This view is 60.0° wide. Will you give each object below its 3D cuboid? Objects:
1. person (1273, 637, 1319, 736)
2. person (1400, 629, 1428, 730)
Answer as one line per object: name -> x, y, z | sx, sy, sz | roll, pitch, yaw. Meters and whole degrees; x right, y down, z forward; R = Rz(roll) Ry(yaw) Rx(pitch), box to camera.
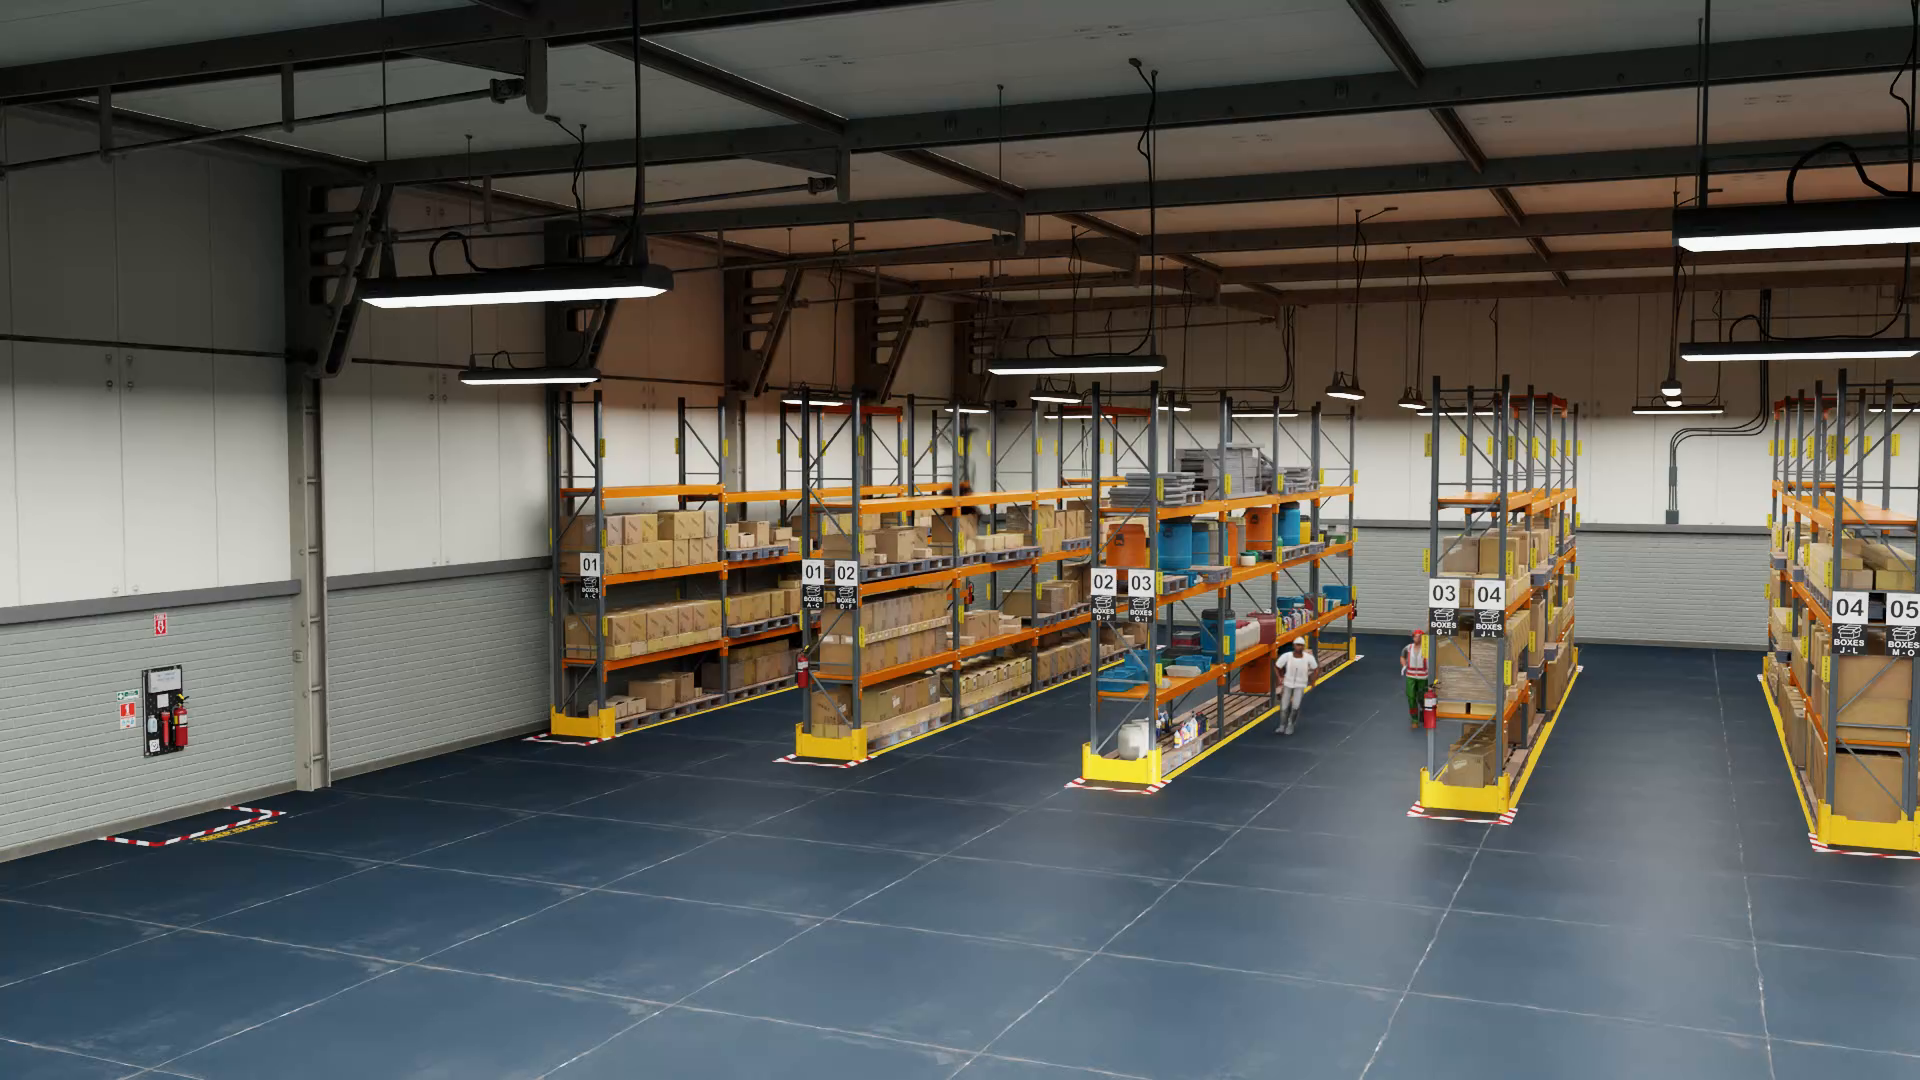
person -> 5.822, 2.545, 28.888 | 0.765, 1.720, 0.608 | 1, 3, 17
person -> 8.211, 2.481, 29.846 | 0.655, 1.774, 0.845 | 1, 3, 24
